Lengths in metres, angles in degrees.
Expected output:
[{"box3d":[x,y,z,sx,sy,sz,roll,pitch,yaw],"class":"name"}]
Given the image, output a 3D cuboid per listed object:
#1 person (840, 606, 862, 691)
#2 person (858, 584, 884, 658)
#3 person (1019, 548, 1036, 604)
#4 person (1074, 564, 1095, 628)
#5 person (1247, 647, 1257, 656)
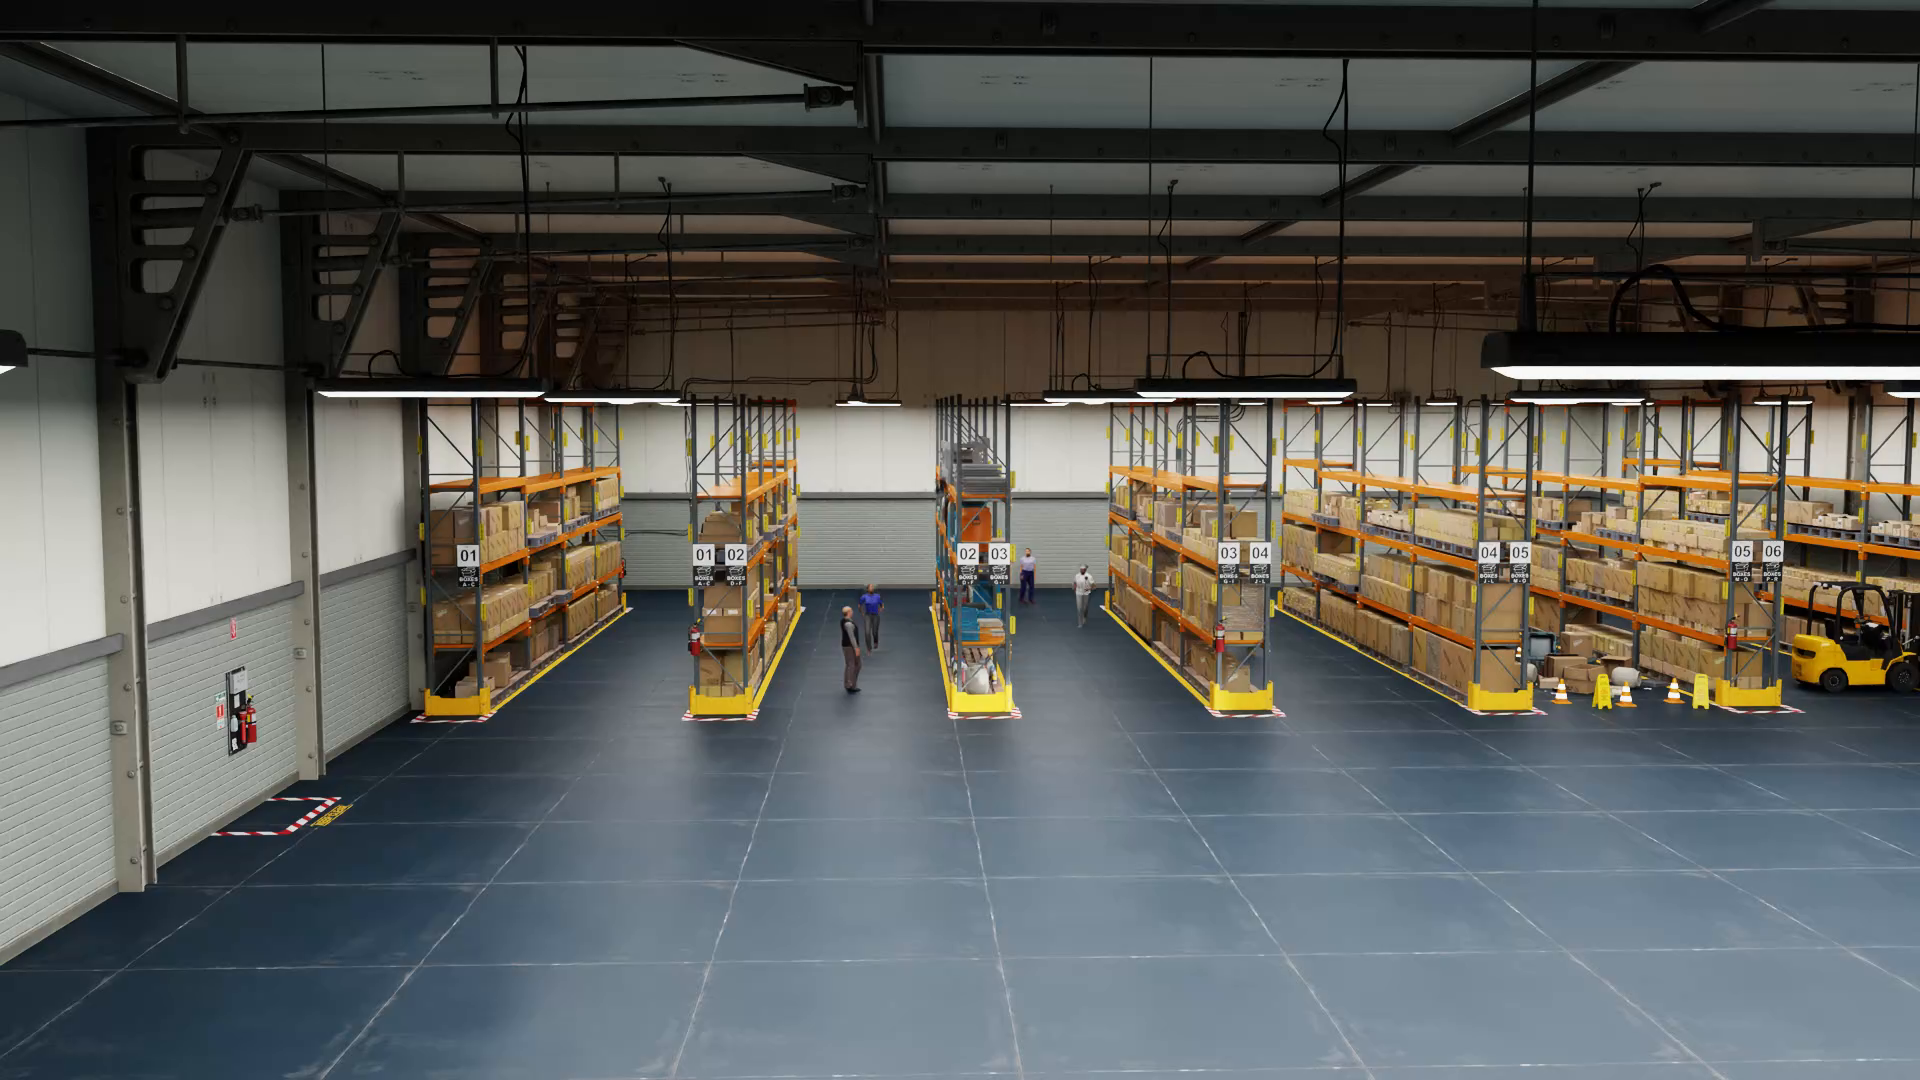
[{"box3d":[-2.225,2.229,33.816,0.450,1.774,0.548,0,5,3],"class":"person"},{"box3d":[-2.068,1.853,38.674,0.613,1.670,0.722,0,4,1],"class":"person"},{"box3d":[2.003,1.057,49.011,0.493,1.658,0.478,-3,5,-30],"class":"person"},{"box3d":[3.273,1.471,43.806,0.560,1.722,0.744,0,5,3],"class":"person"},{"box3d":[6.764,1.807,38.479,0.642,1.777,0.631,1,5,12],"class":"person"}]
